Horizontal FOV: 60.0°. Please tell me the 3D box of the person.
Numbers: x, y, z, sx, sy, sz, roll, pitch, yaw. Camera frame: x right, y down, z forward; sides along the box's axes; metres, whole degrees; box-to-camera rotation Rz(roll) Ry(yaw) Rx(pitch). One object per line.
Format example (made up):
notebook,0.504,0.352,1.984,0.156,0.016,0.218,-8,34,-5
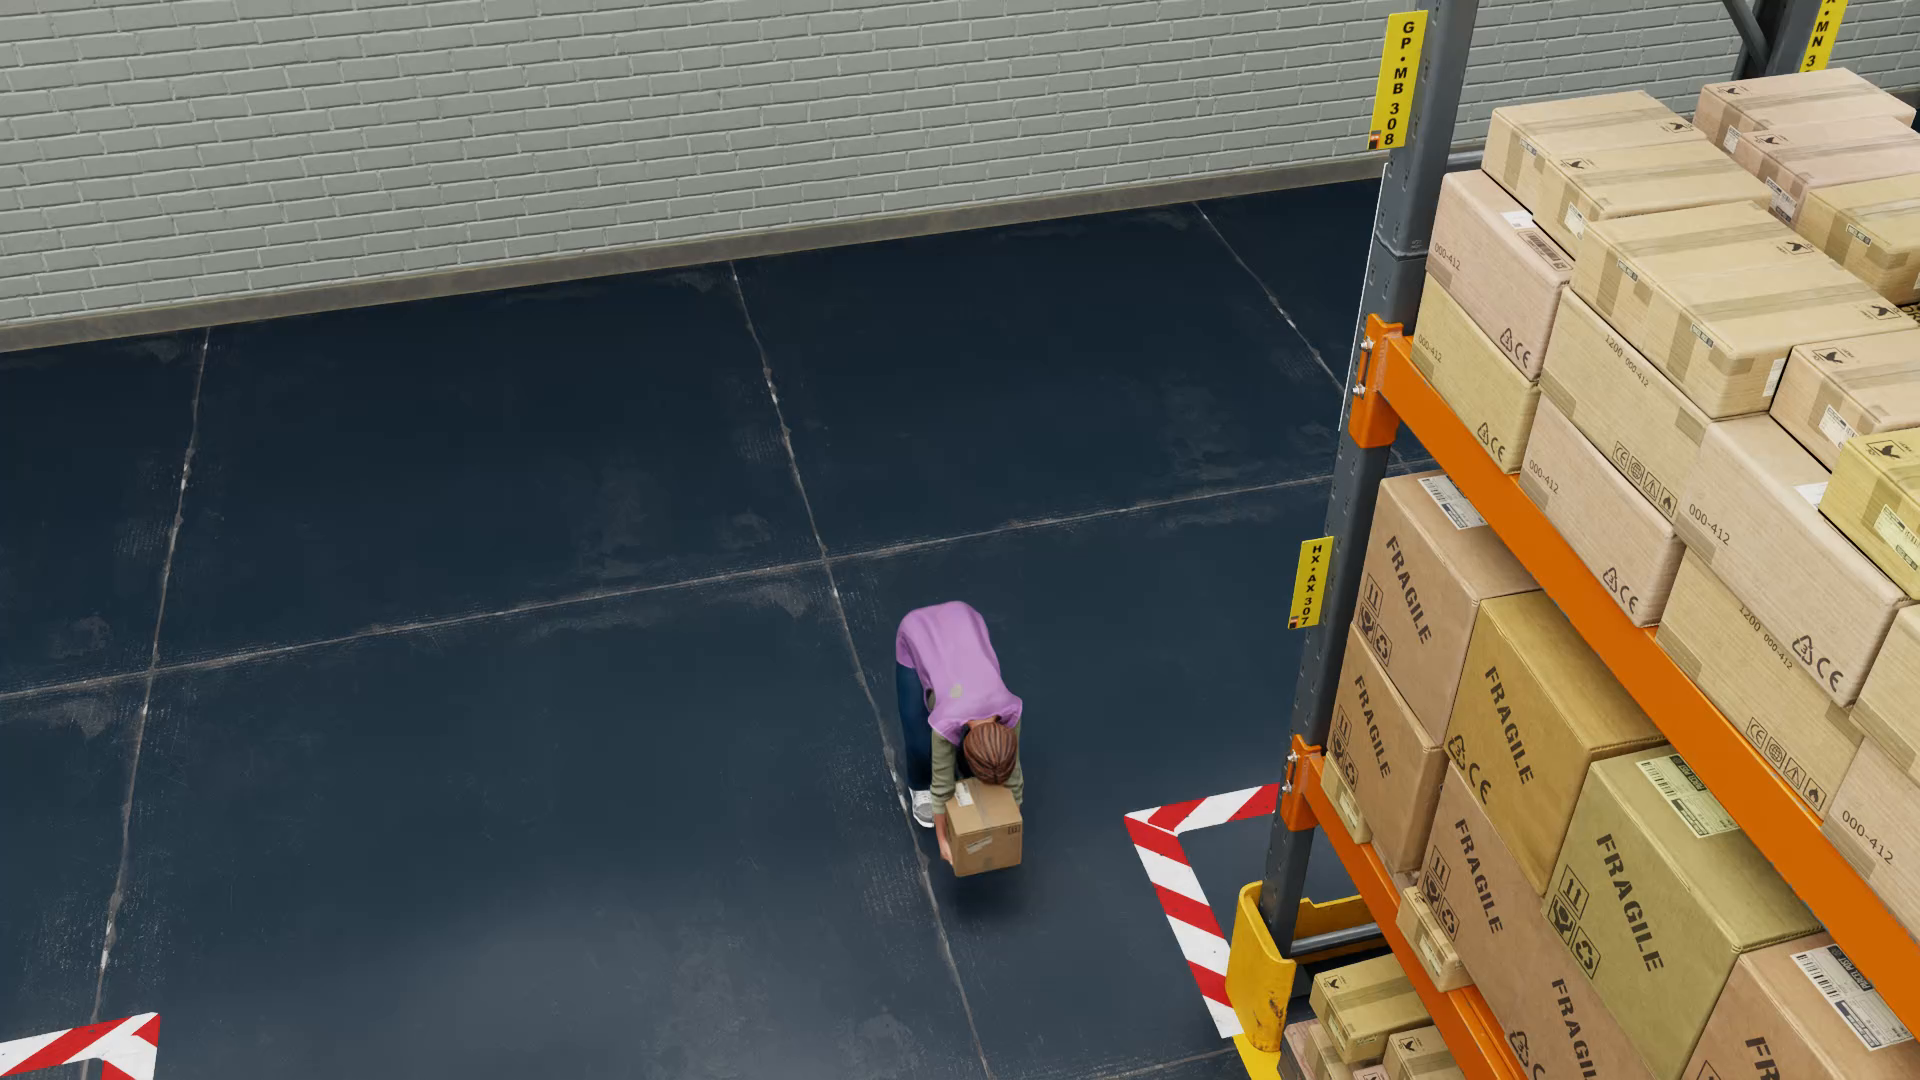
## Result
person,0.016,0.773,6.226,0.392,1.012,0.869,-11,40,-13
